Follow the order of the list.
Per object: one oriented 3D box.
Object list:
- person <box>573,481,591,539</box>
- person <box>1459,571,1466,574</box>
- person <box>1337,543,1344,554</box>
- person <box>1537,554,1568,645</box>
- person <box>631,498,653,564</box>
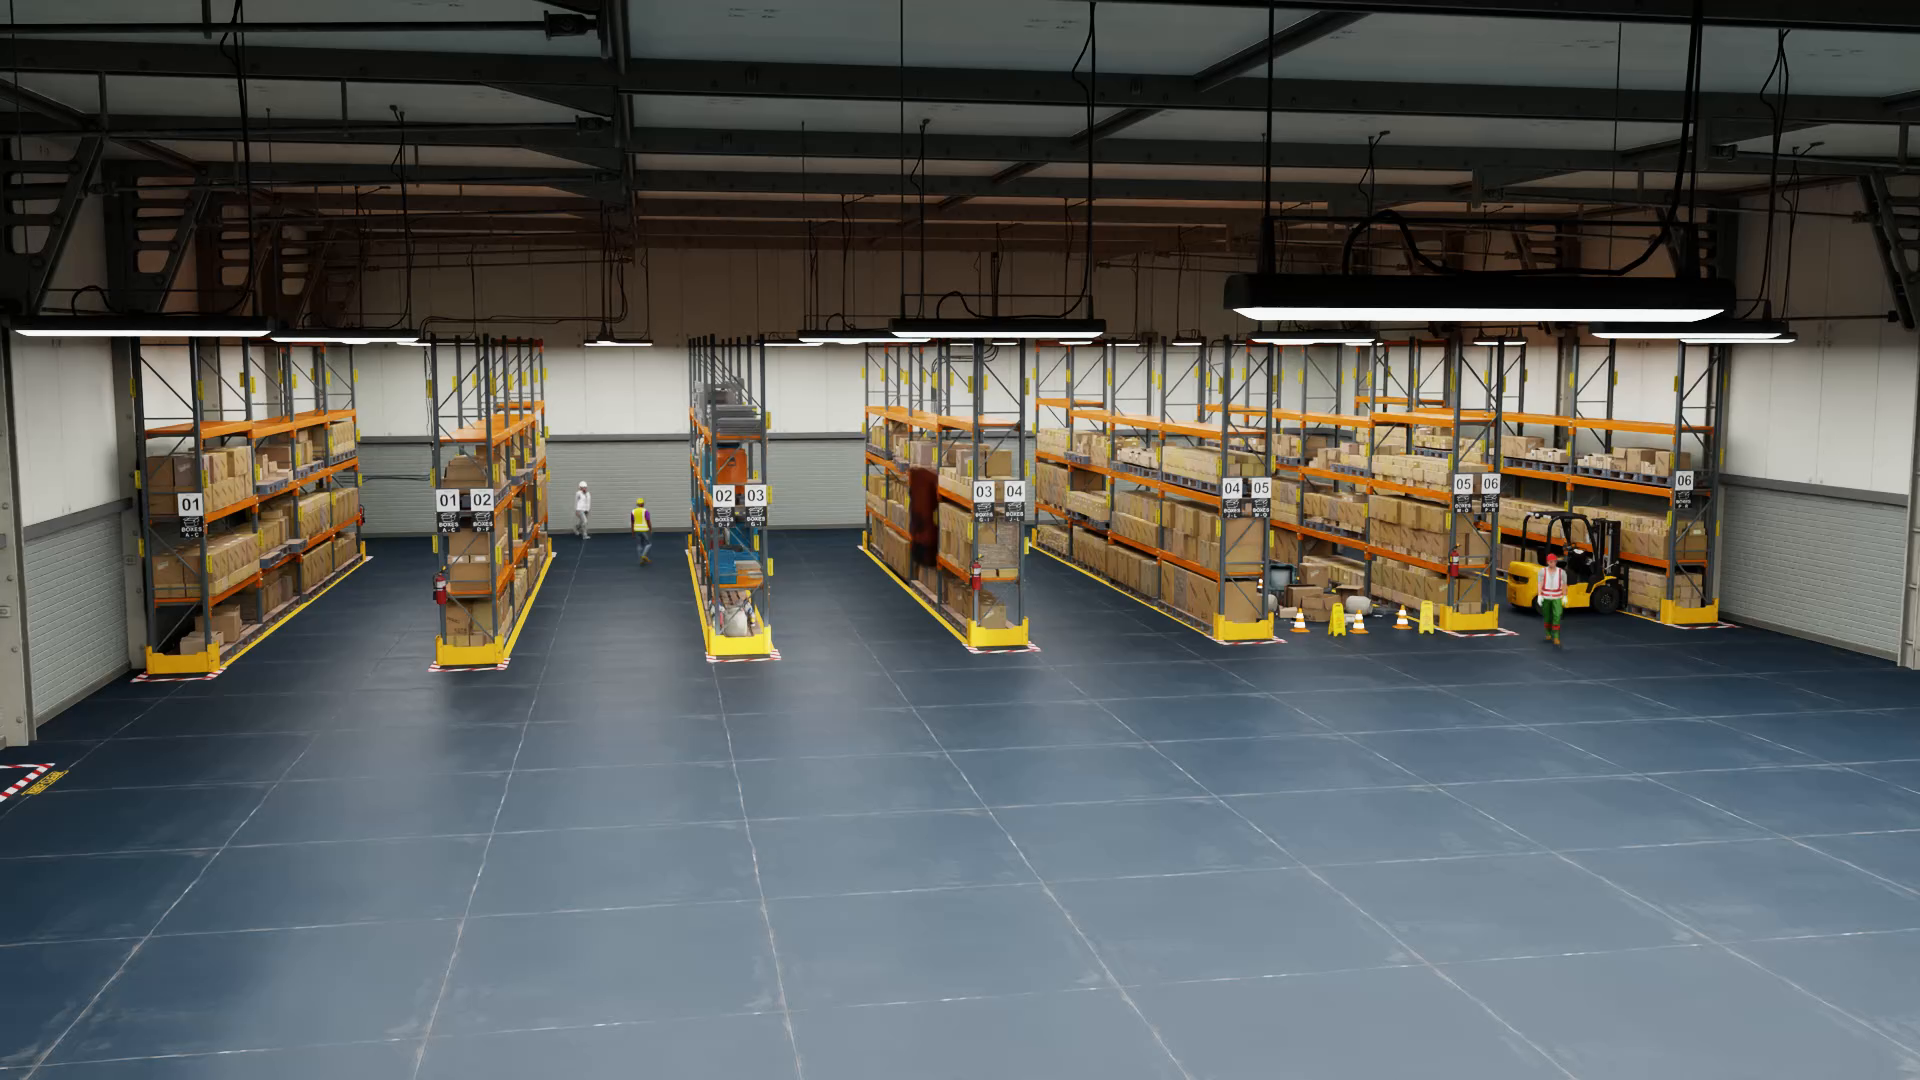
[{"bbox_3d":[-11.450,-0.912,50.318,0.855,1.745,0.539,4,8,31],"label":"person"},{"bbox_3d":[11.561,0.555,38.389,0.509,1.569,0.705,-3,7,-21],"label":"person"},{"bbox_3d":[10.659,-0.494,46.645,0.467,1.767,0.616,6,9,43],"label":"person"},{"bbox_3d":[11.496,1.131,32.304,0.560,1.734,0.997,3,7,25],"label":"person"},{"bbox_3d":[-8.500,-0.231,44.365,0.609,1.769,0.489,2,7,19],"label":"person"}]
